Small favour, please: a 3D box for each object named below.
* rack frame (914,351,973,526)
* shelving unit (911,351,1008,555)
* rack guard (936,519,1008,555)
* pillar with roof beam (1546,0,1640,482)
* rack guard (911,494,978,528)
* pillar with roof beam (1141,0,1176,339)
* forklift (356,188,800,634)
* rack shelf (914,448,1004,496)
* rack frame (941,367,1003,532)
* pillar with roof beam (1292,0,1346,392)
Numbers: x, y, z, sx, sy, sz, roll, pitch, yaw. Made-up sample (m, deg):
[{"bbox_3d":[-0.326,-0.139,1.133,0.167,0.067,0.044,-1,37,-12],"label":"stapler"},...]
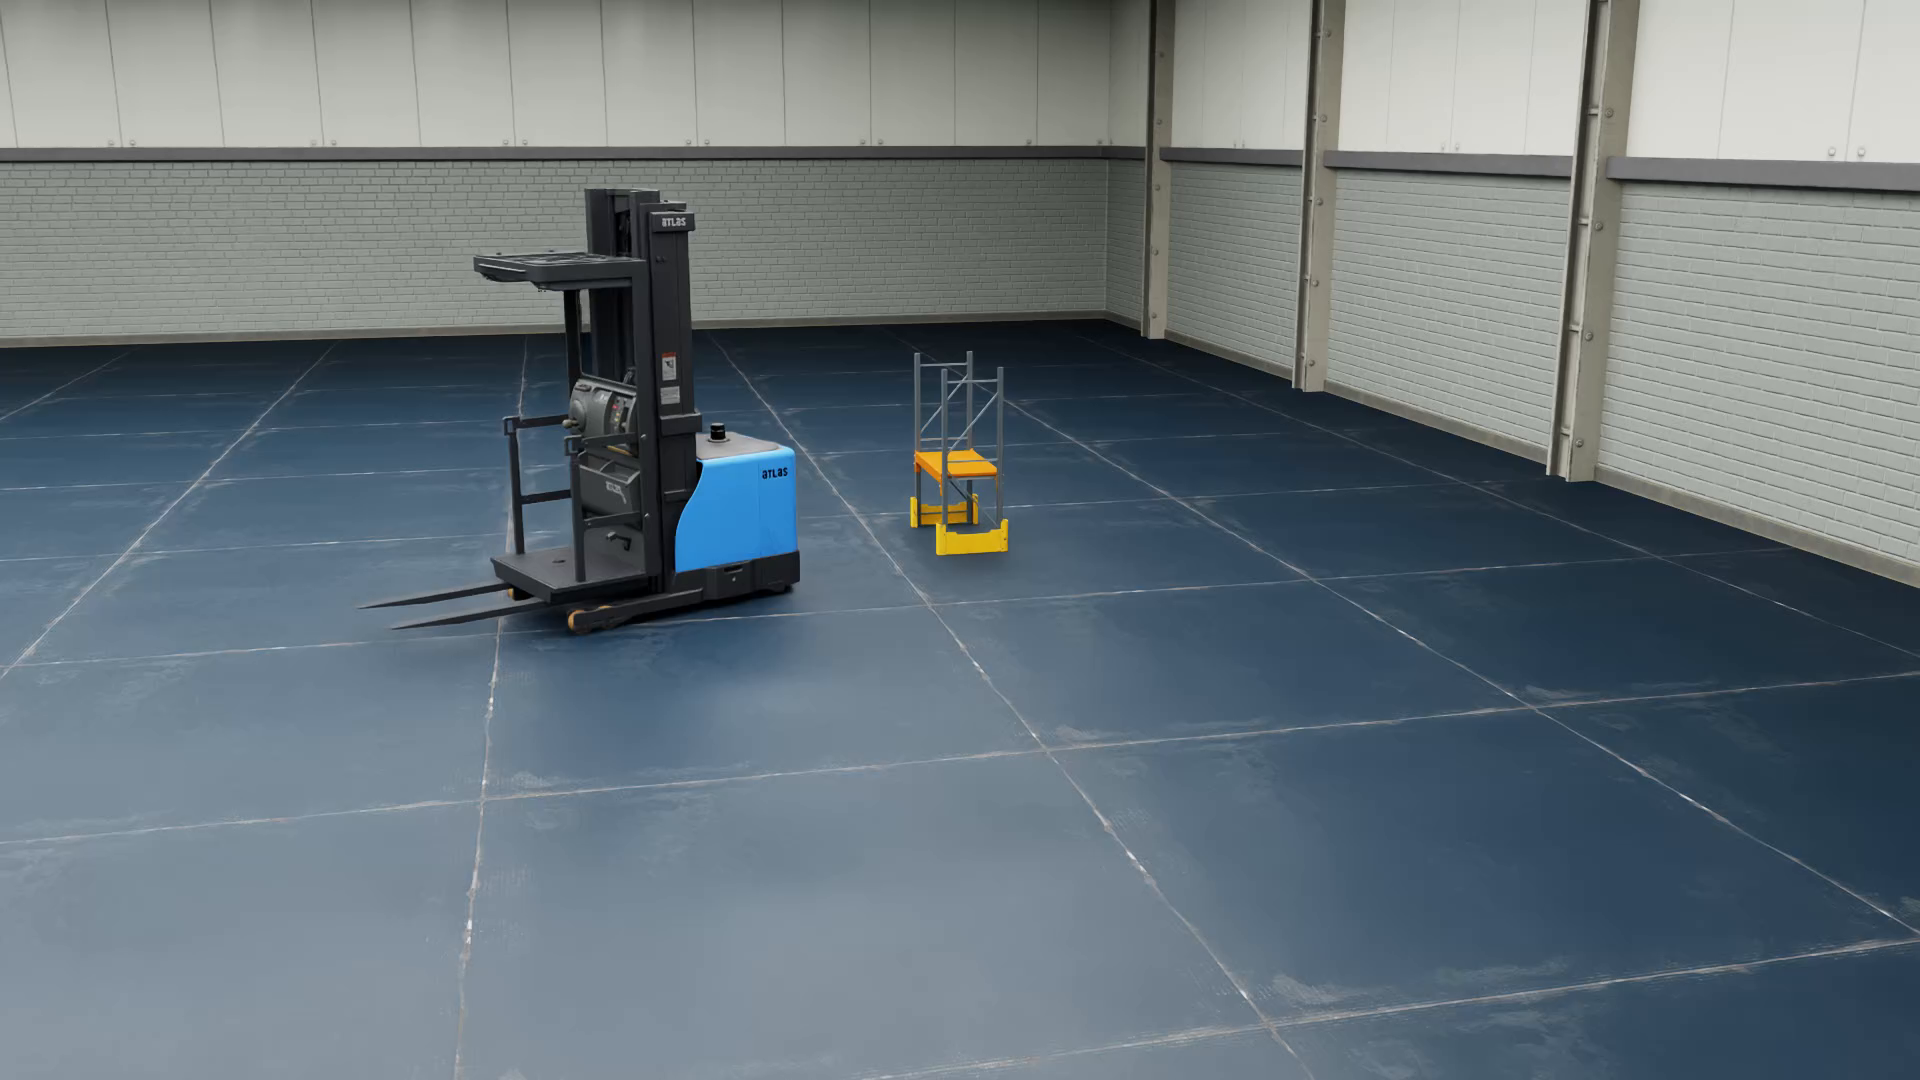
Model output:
[{"bbox_3d":[-0.139,-0.866,14.310,0.500,1.500,0.032,-3,14,-13],"label":"rack frame"},{"bbox_3d":[-0.018,-0.746,13.821,0.587,1.500,1.083,-3,14,-13],"label":"shelving unit"},{"bbox_3d":[0.099,-0.024,13.499,0.587,0.250,0.087,-3,14,-13],"label":"rack guard"},{"bbox_3d":[1.868,-4.754,14.425,9.100,9.000,0.400,-3,14,-13],"label":"pillar with roof beam"},{"bbox_3d":[-0.135,-0.254,14.440,0.587,0.250,0.087,-3,14,-13],"label":"rack guard"},{"bbox_3d":[-0.951,-7.522,25.756,9.100,9.000,0.400,-3,14,-13],"label":"pillar with roof beam"},{"bbox_3d":[-2.664,-0.923,11.531,3.031,2.935,1.130,-11,17,-37],"label":"forklift"},{"bbox_3d":[-0.020,-0.574,13.872,0.538,0.185,1.000,-3,14,-13],"label":"rack shelf"},{"bbox_3d":[0.099,-0.631,13.350,0.500,1.500,0.032,-3,14,-13],"label":"rack frame"},{"bbox_3d":[0.459,-6.138,20.090,9.100,9.000,0.400,-3,14,-13],"label":"pillar with roof beam"}]
